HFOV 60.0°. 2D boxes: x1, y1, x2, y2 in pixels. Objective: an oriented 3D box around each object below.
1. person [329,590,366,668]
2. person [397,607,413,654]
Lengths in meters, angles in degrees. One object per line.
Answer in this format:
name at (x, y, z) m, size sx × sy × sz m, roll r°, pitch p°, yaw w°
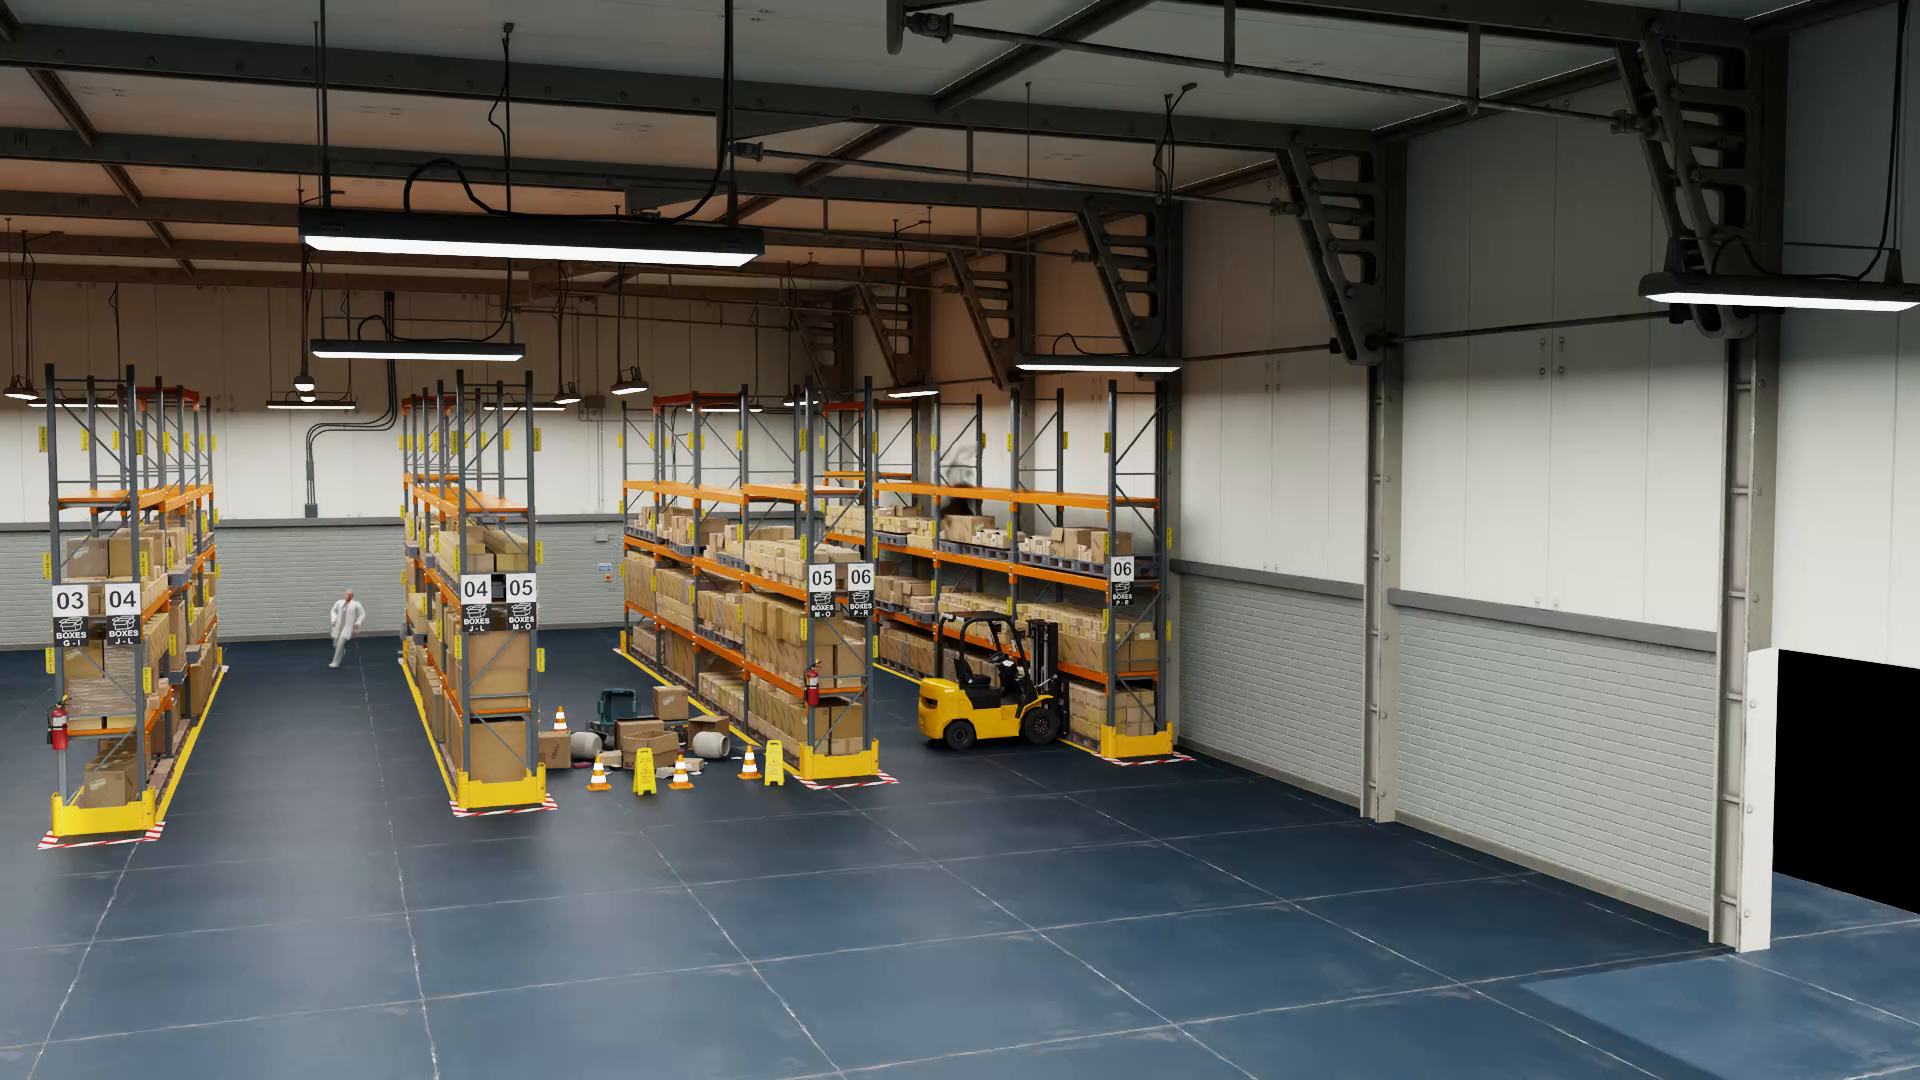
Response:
person at (-13.693, 1.966, 37.150) m, size 0.783 × 1.729 × 0.847 m, roll 0°, pitch 3°, yaw -1°
person at (-12.937, 1.871, 39.095) m, size 0.707 × 1.692 × 0.718 m, roll 0°, pitch 3°, yaw -3°
